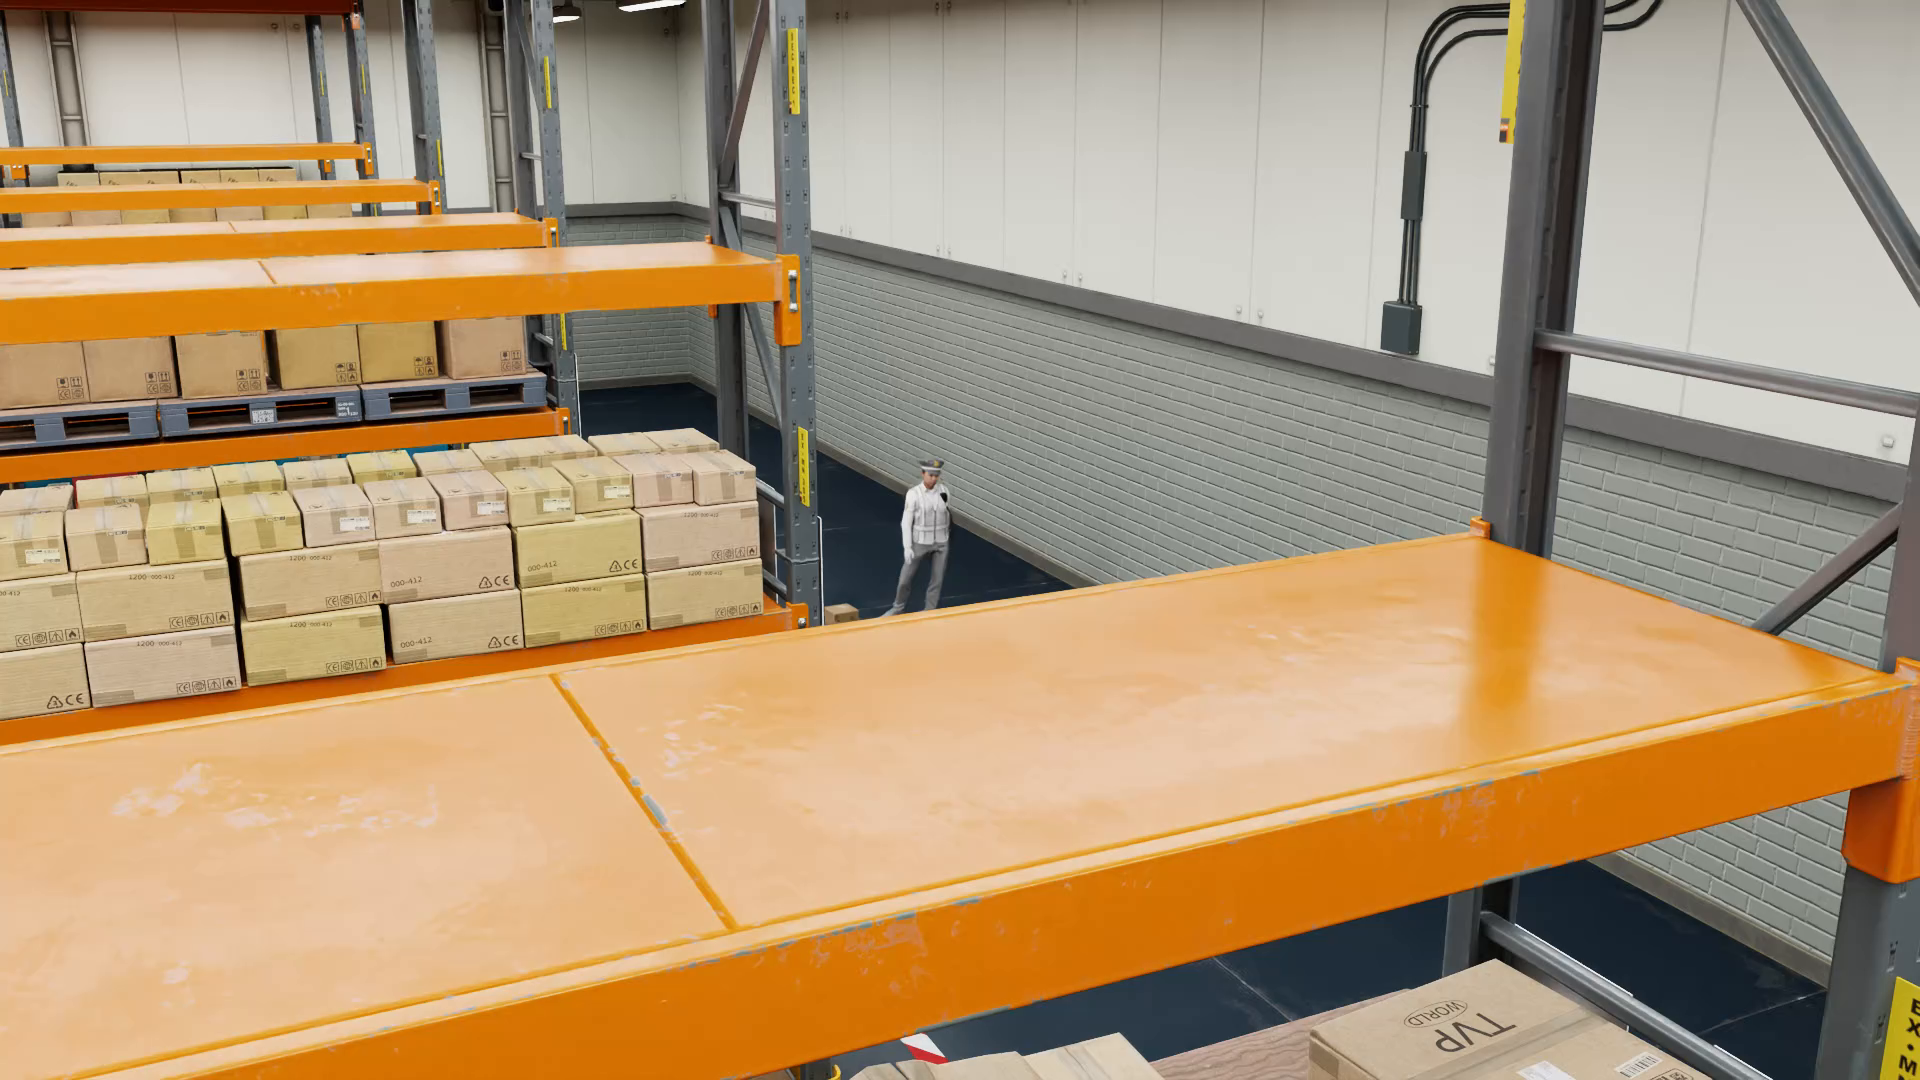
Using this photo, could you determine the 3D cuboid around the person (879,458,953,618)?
[{"bbox_3d":[-0.411,0.034,15.620,0.673,1.667,0.493,-5,16,-18],"label":"person"}]
